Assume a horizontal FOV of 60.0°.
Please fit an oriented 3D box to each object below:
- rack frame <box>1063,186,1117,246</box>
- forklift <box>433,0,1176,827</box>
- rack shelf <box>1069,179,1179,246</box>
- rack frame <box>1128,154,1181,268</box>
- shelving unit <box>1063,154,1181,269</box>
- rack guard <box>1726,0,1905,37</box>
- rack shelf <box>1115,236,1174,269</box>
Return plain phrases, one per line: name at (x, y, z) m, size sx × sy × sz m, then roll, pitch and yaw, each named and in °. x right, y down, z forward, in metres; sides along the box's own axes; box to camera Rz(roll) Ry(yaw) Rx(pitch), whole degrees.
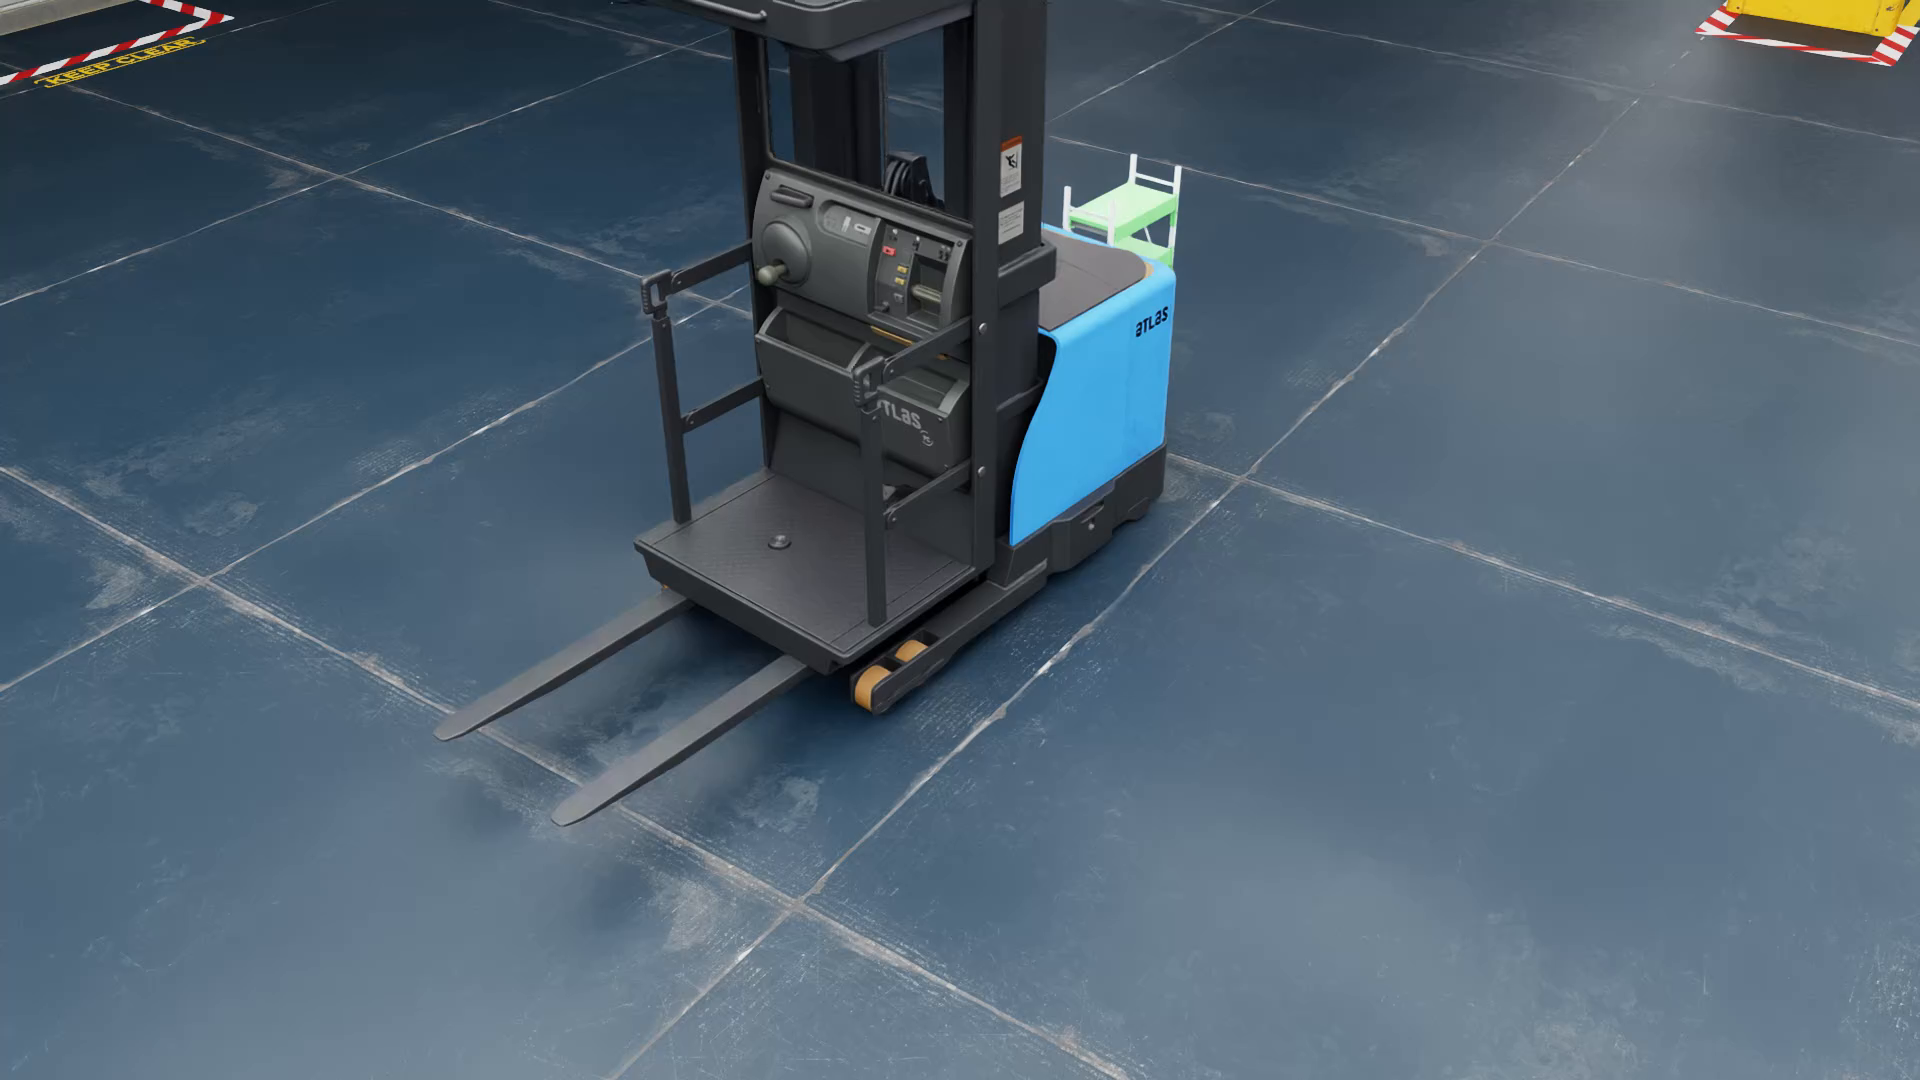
rack frame at (0.512, -0.877, 6.957) m, size 0.240 × 1.200 × 0.015 m, roll 24°, pitch 39°, yaw 31°
forklift at (-0.488, -0.924, 5.500) m, size 1.130 × 2.935 × 3.031 m, roll 25°, pitch 42°, yaw 32°
rack shelf at (0.668, -1.329, 6.892) m, size 0.258 × 0.148 × 0.480 m, roll 24°, pitch 39°, yaw 31°
rack frame at (0.812, -1.084, 7.281) m, size 0.240 × 1.200 × 0.015 m, roll 24°, pitch 39°, yaw 31°
shelving unit at (0.662, -0.981, 7.119) m, size 0.258 × 1.200 × 0.503 m, roll 24°, pitch 39°, yaw 31°
rack guard at (6.433, -4.156, 12.449) m, size 1.175 × 0.500 × 0.348 m, roll 21°, pitch 39°, yaw 28°
rack shelf at (0.664, -1.128, 7.023) m, size 0.258 × 0.148 × 0.480 m, roll 24°, pitch 39°, yaw 31°
